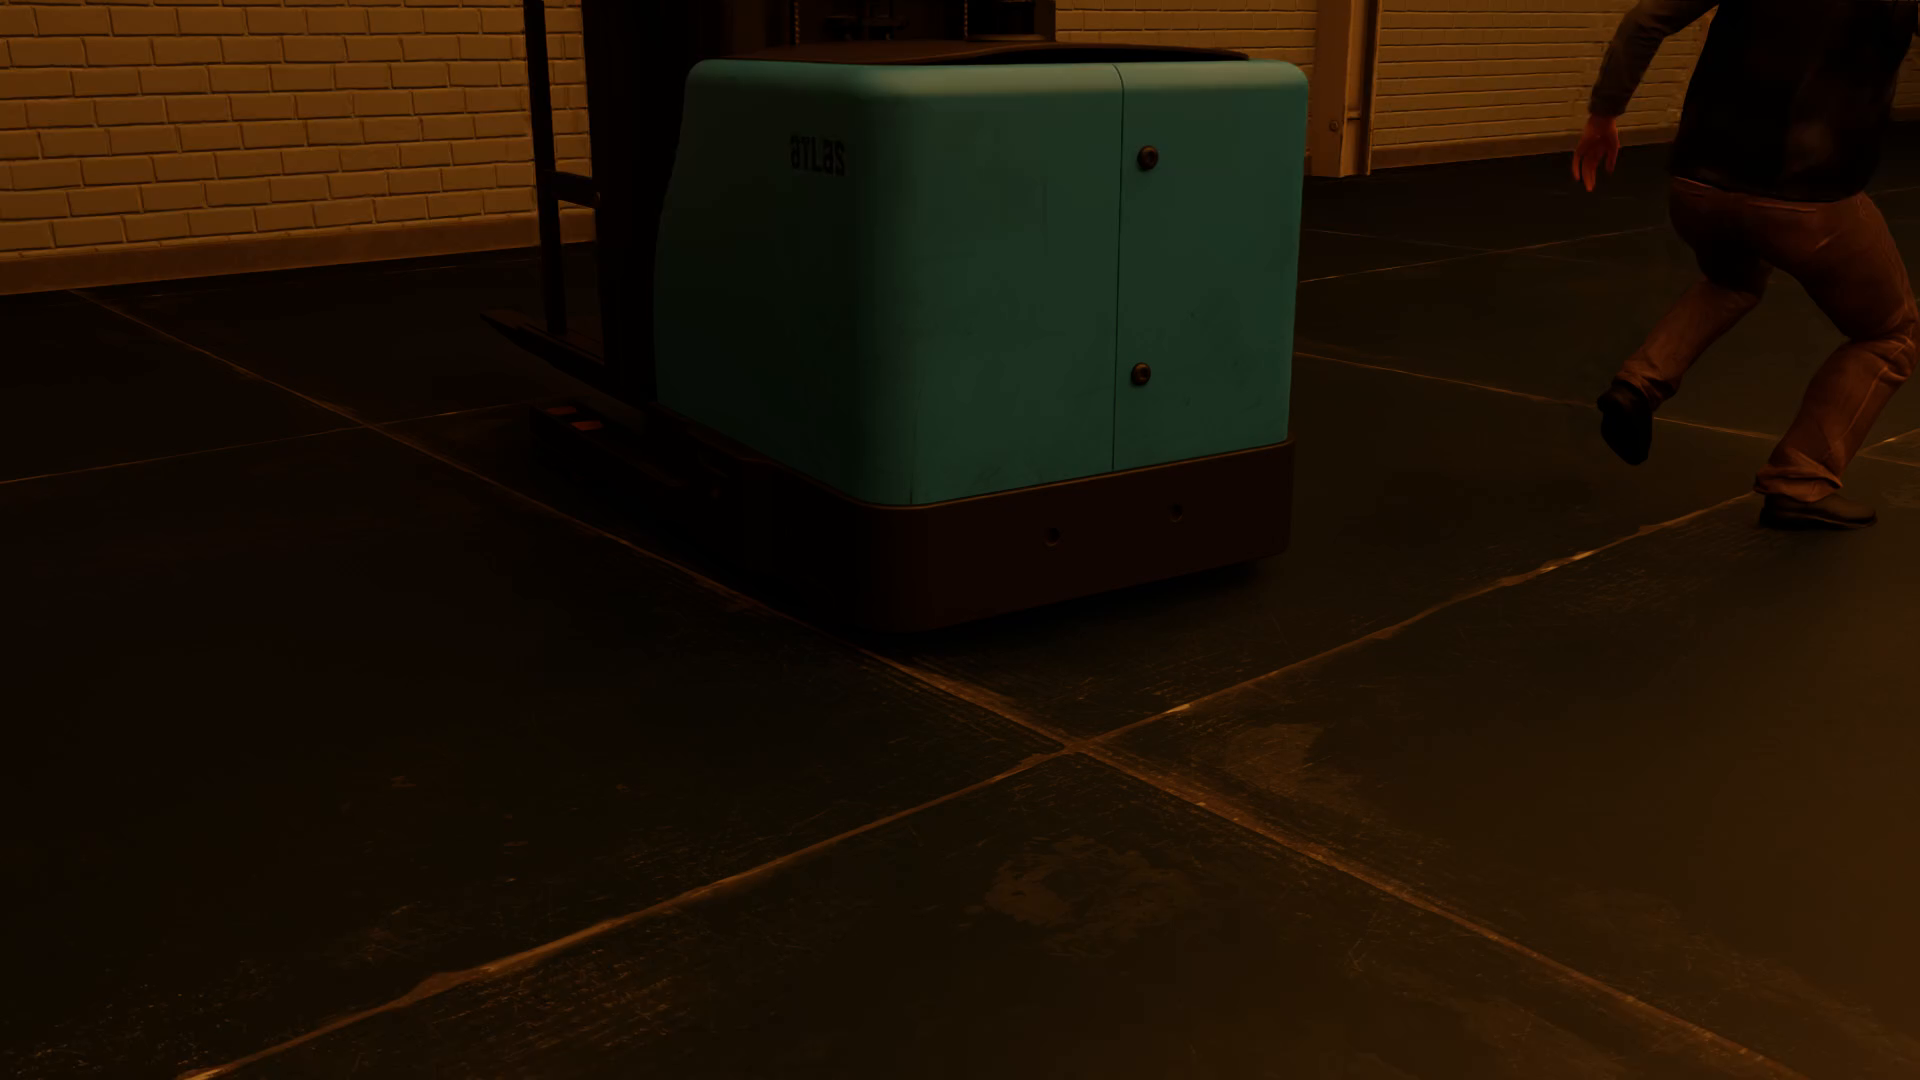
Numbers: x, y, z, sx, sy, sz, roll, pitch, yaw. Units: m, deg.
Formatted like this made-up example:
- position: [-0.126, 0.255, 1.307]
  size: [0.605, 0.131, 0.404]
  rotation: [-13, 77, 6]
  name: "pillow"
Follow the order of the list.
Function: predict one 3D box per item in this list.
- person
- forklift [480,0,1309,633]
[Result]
- position: [1.926, -0.845, 3.890]
  size: [0.561, 1.613, 0.835]
  rotation: [-12, 21, -33]
  name: "person"
- position: [-0.502, -1.612, 4.093]
  size: [1.130, 2.935, 3.031]
  rotation: [-11, 20, -30]
  name: "forklift"
